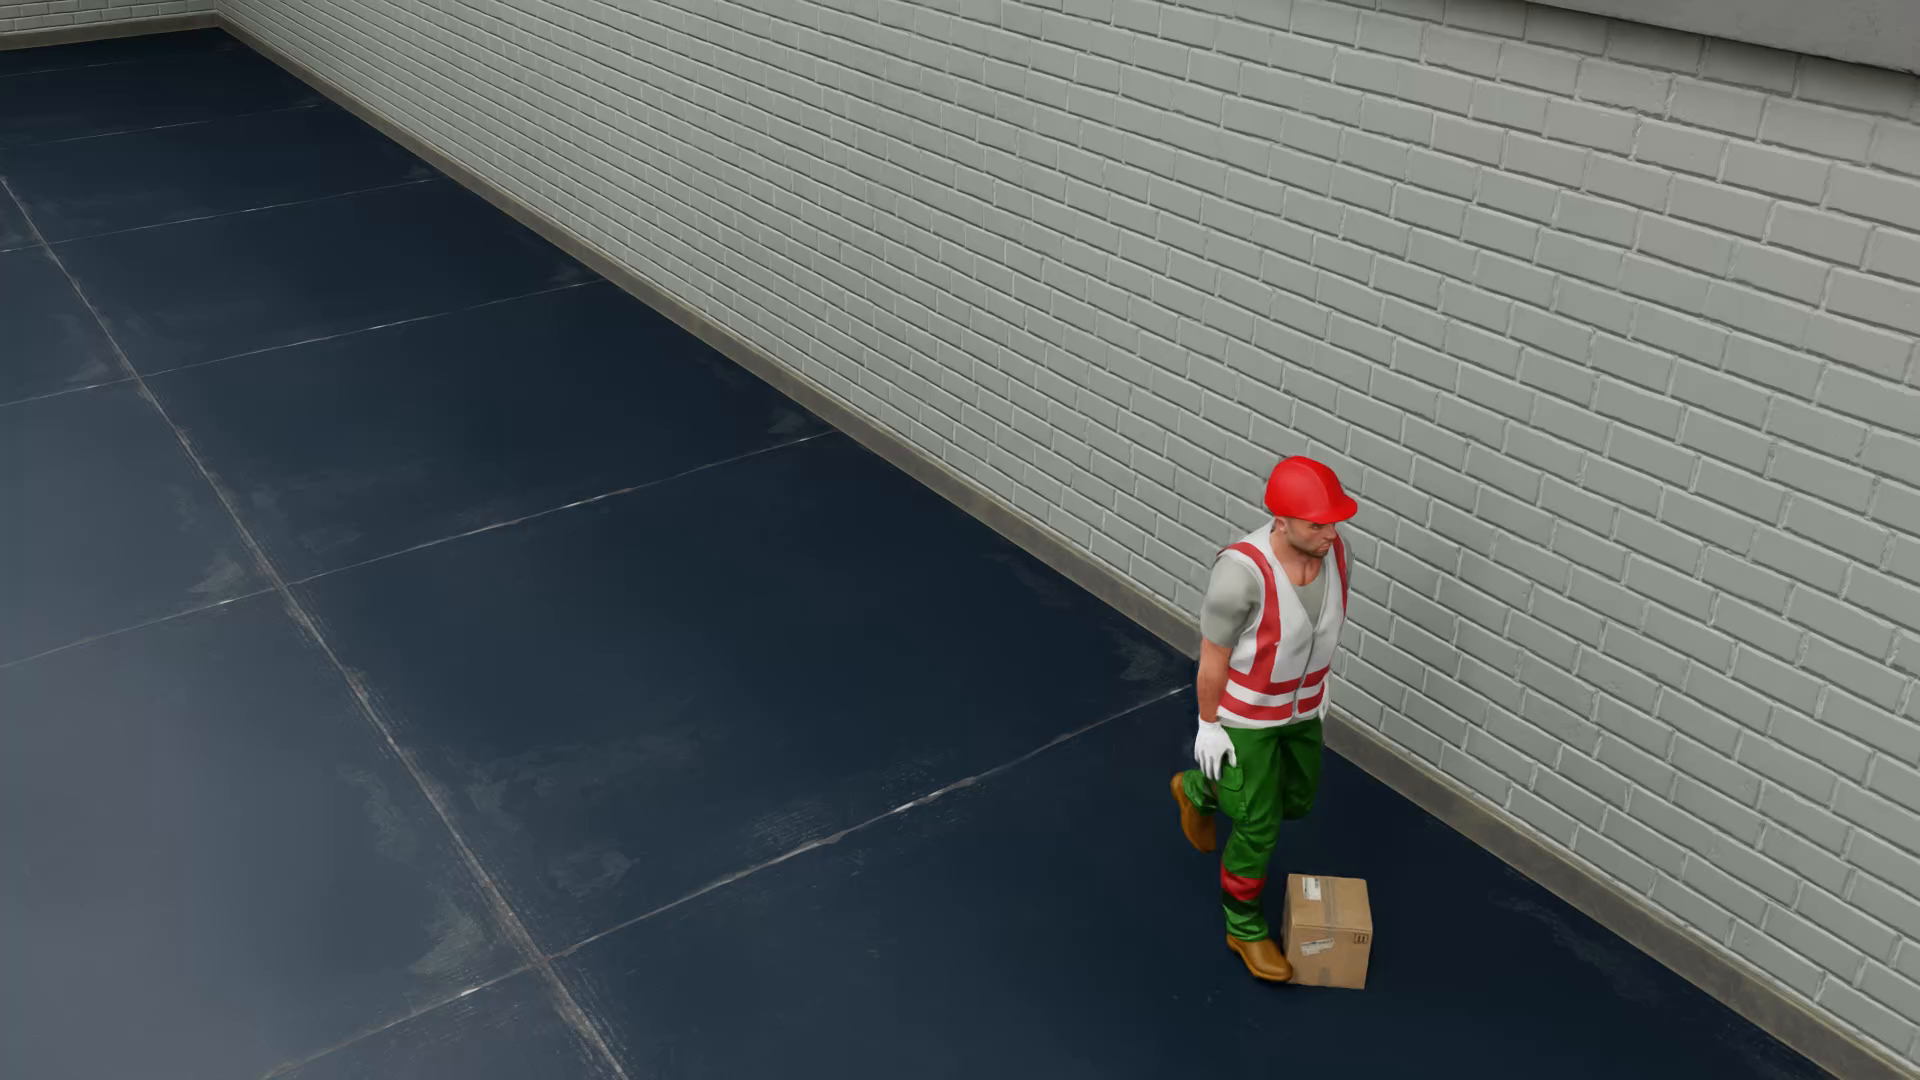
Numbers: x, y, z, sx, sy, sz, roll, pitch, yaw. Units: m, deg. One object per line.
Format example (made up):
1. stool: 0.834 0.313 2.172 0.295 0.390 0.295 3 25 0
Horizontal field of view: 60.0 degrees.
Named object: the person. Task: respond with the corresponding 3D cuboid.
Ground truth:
1. person: 0.908 0.482 5.192 0.546 1.770 0.771 -17 33 -28
